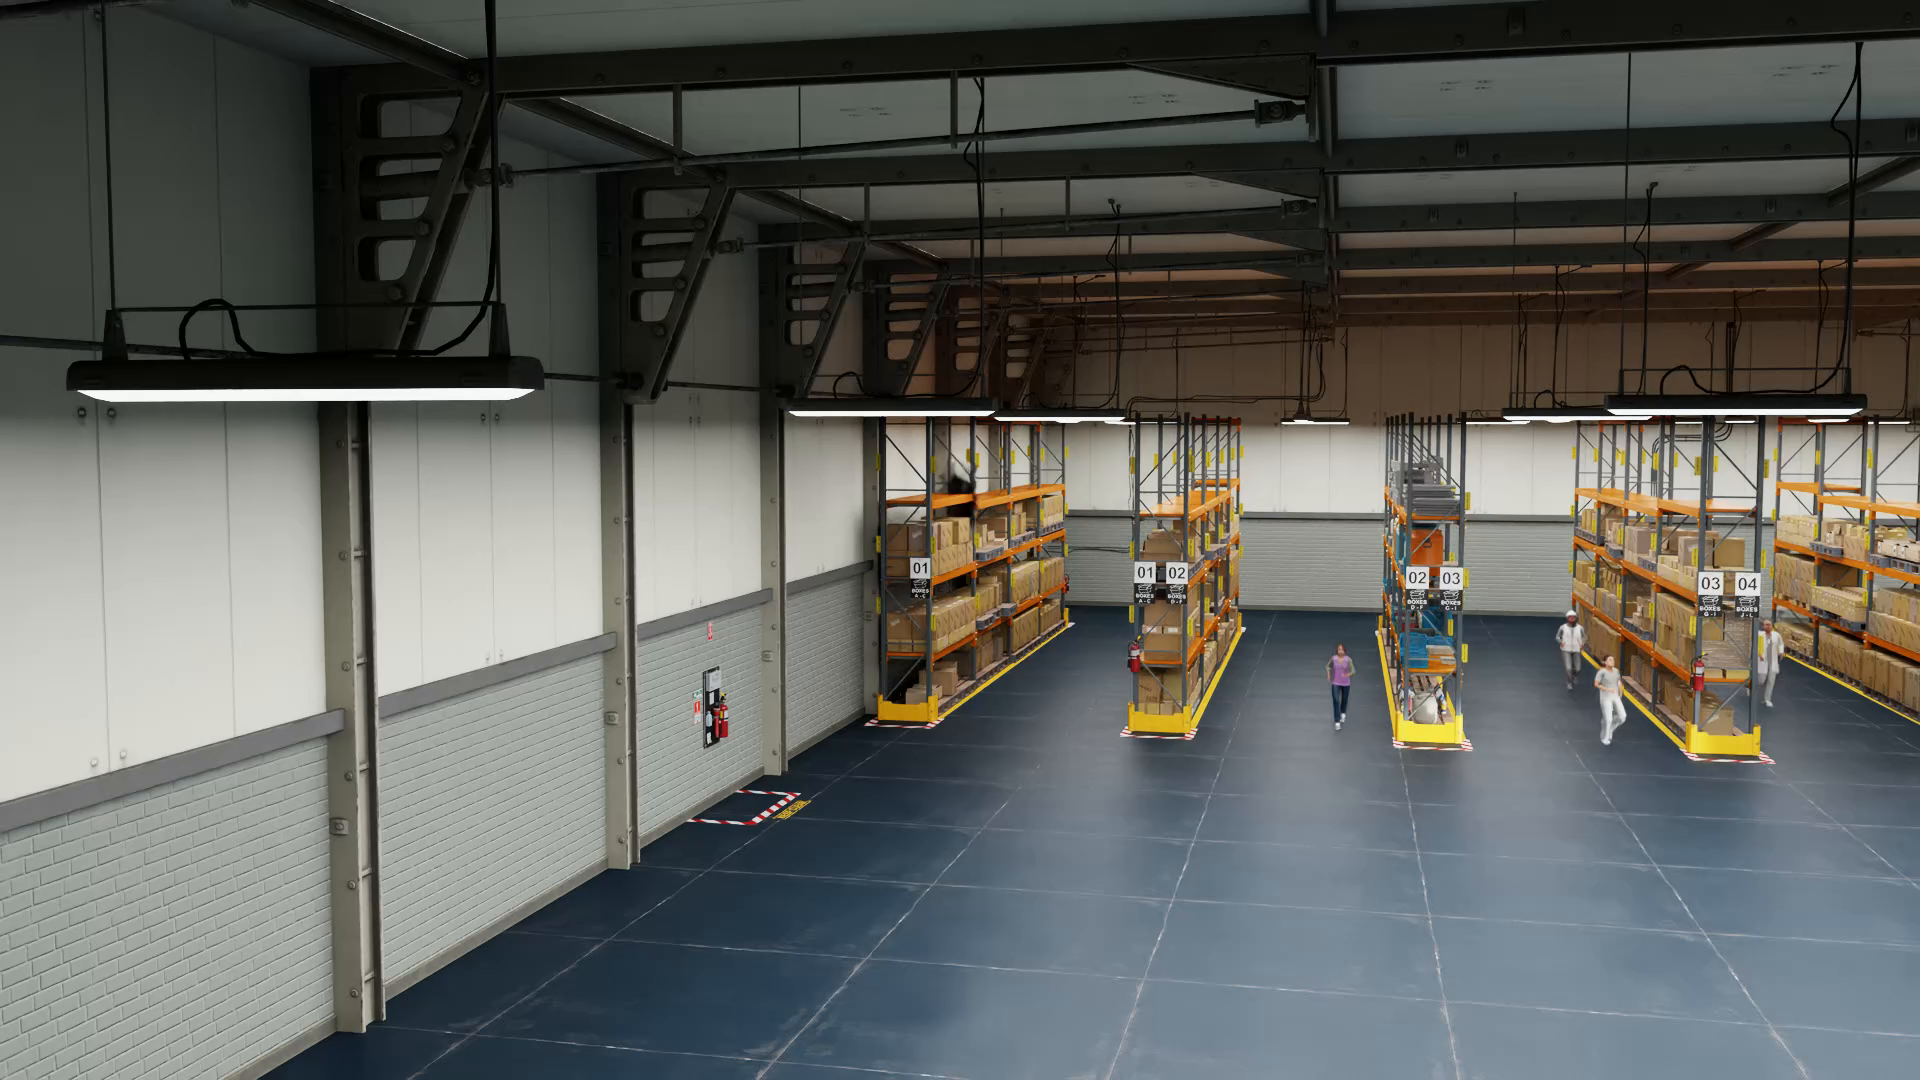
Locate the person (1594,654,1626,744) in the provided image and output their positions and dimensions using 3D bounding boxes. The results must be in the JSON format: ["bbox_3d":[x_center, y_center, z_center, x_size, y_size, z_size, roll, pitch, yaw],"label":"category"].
[{"bbox_3d":[11.727,2.874,29.968,0.612,1.640,0.542,-1,4,-13],"label":"person"}]

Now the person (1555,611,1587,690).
[{"bbox_3d":[13.343,2.405,36.303,0.656,1.722,0.606,1,4,13],"label":"person"}]

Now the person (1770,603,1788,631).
[{"bbox_3d":[22.133,1.838,44.882,0.778,1.712,0.779,3,5,40],"label":"person"}]

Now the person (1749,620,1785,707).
[{"bbox_3d":[16.699,2.529,34.445,0.716,1.767,0.827,1,4,8],"label":"person"}]

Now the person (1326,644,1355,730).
[{"bbox_3d":[7.241,2.763,31.670,0.549,1.589,0.885,1,4,13],"label":"person"}]
